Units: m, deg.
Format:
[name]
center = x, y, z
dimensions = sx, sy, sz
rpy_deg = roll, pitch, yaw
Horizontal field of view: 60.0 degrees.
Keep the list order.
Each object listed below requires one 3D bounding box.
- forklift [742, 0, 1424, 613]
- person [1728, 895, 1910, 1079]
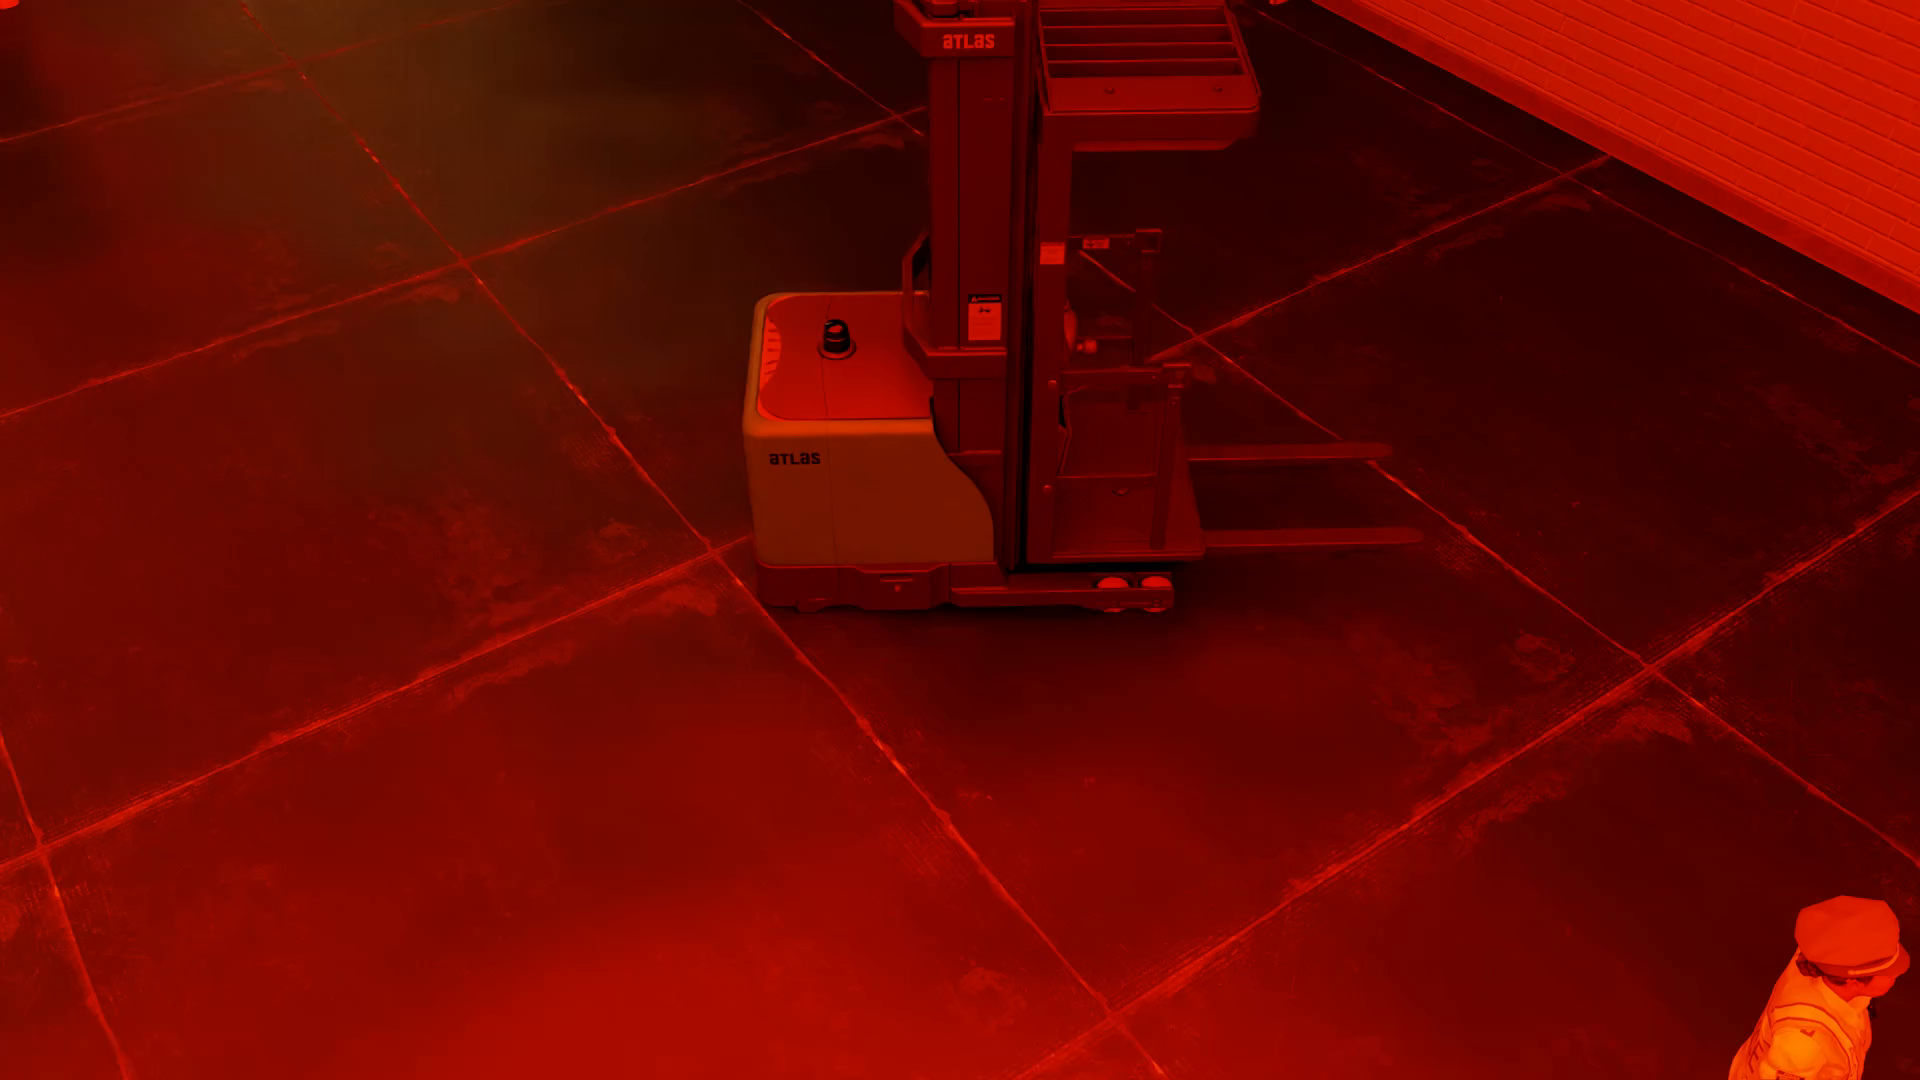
[forklift]
center = 0.586, -1.110, 6.920
dimensions = 3.031, 2.935, 1.130
rpy_deg = -1, 43, -1
[person]
center = 2.442, 1.671, 4.804
dimensions = 0.532, 1.694, 0.586
rpy_deg = 21, 47, 22
